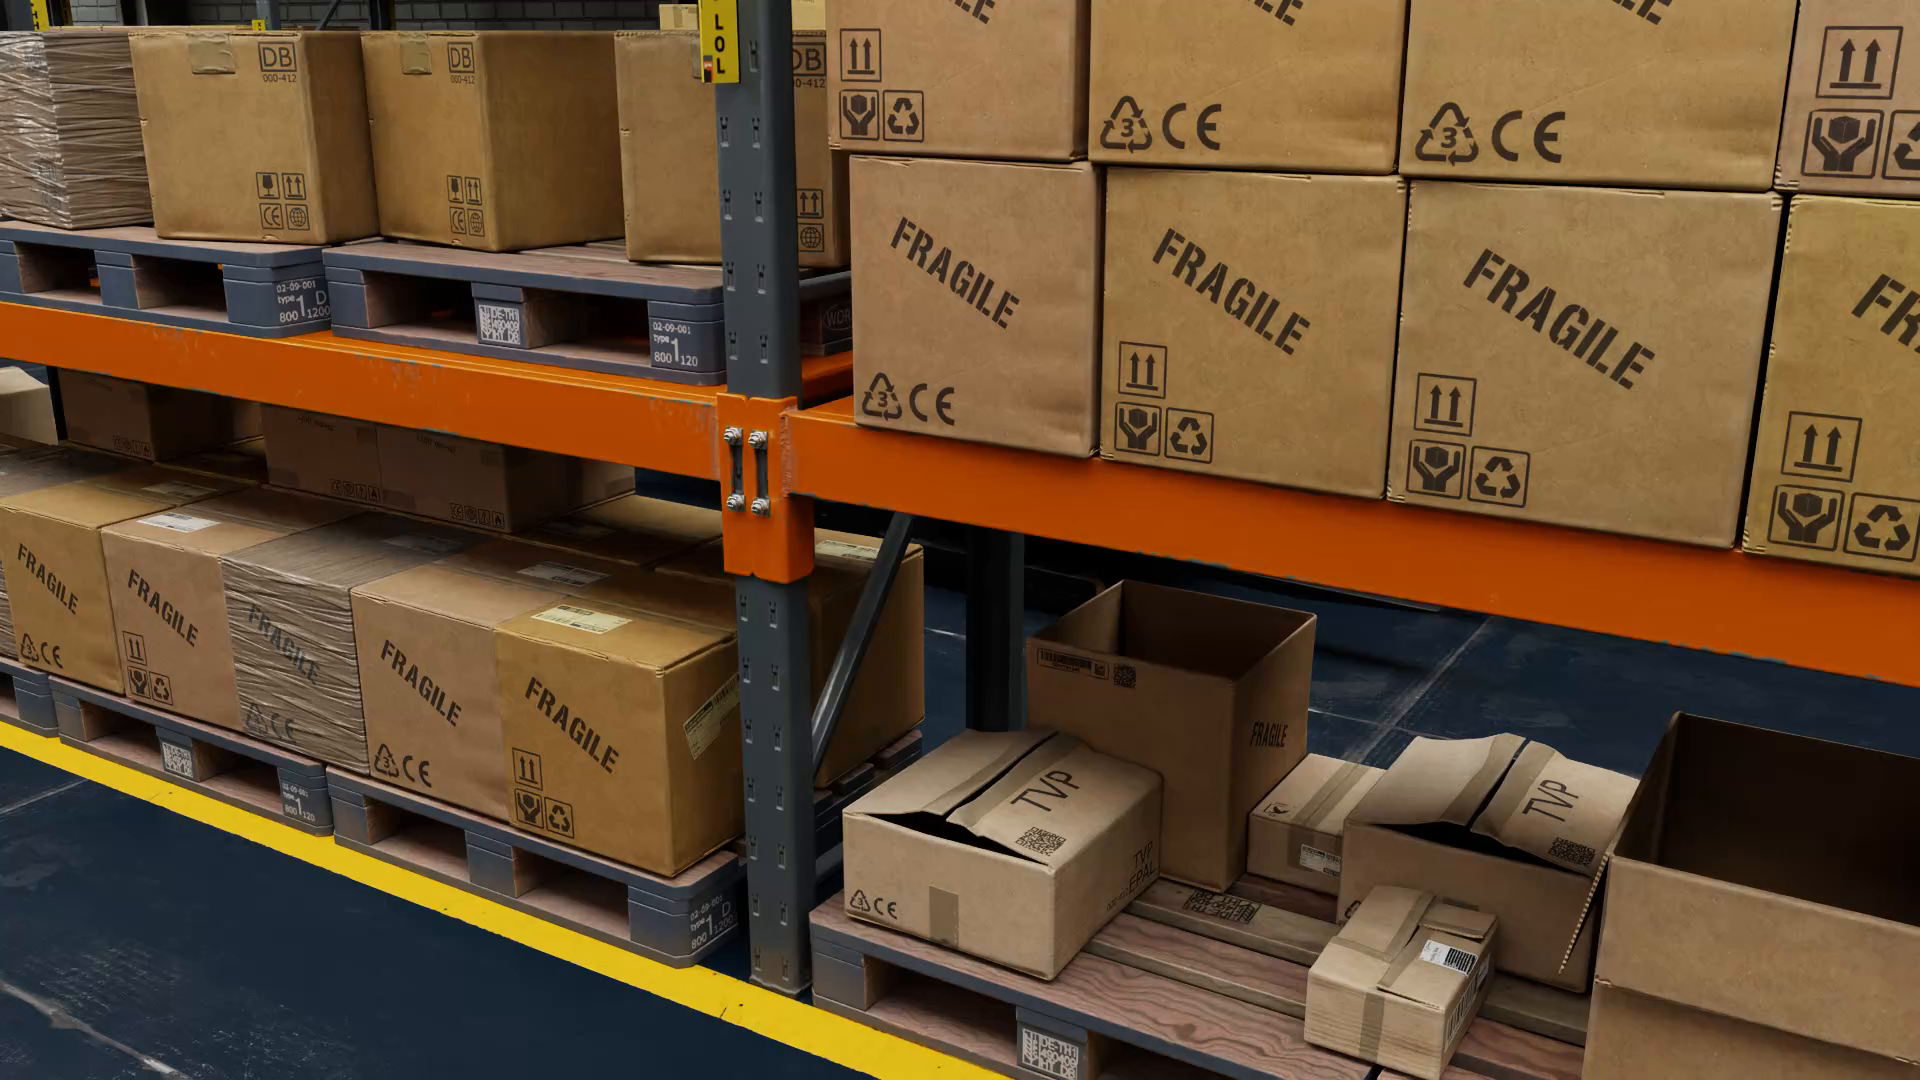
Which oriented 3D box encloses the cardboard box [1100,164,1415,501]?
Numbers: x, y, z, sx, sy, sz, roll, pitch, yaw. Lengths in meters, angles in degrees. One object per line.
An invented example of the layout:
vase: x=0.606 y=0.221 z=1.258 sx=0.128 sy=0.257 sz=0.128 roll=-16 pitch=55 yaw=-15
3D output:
cardboard box: x=0.582 y=-0.398 z=2.858 sx=0.500 sy=0.500 sz=0.500 roll=11 pitch=20 yaw=31

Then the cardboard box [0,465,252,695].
cardboard box: x=-2.444 y=0.101 z=4.932 sx=0.500 sy=0.500 sz=0.500 roll=10 pitch=19 yaw=29

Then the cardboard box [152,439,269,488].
cardboard box: x=-2.196 y=-0.032 z=5.369 sx=0.500 sy=0.500 sz=0.500 roll=9 pitch=19 yaw=28

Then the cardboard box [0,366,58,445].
cardboard box: x=-3.849 y=-0.486 z=6.365 sx=0.500 sy=0.311 sz=0.500 roll=11 pitch=20 yaw=32

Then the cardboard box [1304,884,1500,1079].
cardboard box: x=0.839 y=0.820 z=3.140 sx=0.250 sy=0.166 sz=0.380 roll=10 pitch=20 yaw=30

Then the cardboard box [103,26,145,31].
cardboard box: x=-5.792 y=-3.462 z=12.051 sx=0.500 sy=0.500 sz=0.500 roll=9 pitch=19 yaw=28

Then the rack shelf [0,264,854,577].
rack shelf: x=-1.852 y=-0.532 z=4.709 sx=4.000 sy=0.370 sz=1.077 roll=10 pitch=20 yaw=30

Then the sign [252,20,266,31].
sign: x=-4.653 y=-3.295 z=11.078 sx=0.005 sy=0.325 sz=0.100 roll=10 pitch=20 yaw=30

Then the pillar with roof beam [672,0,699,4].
pillar with roof beam: x=-3.875 y=-4.624 z=6.621 sx=0.400 sy=9.000 sz=9.100 roll=10 pitch=20 yaw=30

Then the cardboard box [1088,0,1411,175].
cardboard box: x=0.546 y=-0.879 z=2.720 sx=0.500 sy=0.500 sz=0.500 roll=9 pitch=19 yaw=28

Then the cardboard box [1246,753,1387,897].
cardboard box: x=0.837 y=0.640 z=3.761 sx=0.250 sy=0.149 sz=0.380 roll=10 pitch=20 yaw=30

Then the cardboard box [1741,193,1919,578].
cardboard box: x=1.441 y=-0.244 z=2.352 sx=0.500 sy=0.500 sz=0.500 roll=10 pitch=19 yaw=29

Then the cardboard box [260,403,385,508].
cardboard box: x=-1.712 y=-0.307 z=4.986 sx=0.500 sy=0.250 sz=0.500 roll=10 pitch=19 yaw=29

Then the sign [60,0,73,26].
sign: x=-7.477 y=-4.464 z=13.881 sx=0.005 sy=0.325 sz=0.100 roll=10 pitch=20 yaw=30

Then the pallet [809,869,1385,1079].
pallet: x=0.437 y=0.867 z=3.664 sx=1.213 sy=0.211 sz=1.003 roll=10 pitch=20 yaw=30

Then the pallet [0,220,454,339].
pallet: x=-1.897 y=-0.794 z=4.664 sx=1.213 sy=0.211 sz=1.003 roll=10 pitch=20 yaw=30

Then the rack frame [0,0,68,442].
rack frame: x=-3.556 y=-1.180 z=5.606 sx=0.127 sy=3.000 sz=1.000 roll=10 pitch=20 yaw=30

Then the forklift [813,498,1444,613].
forklift: x=0.509 y=-1.295 z=6.101 sx=3.031 sy=2.935 sz=1.130 roll=12 pitch=21 yaw=34

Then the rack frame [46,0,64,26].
rack frame: x=-7.784 y=-3.625 z=13.653 sx=0.127 sy=3.000 sz=1.000 roll=10 pitch=20 yaw=30

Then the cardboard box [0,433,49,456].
cardboard box: x=-3.318 y=-0.055 z=5.445 sx=0.500 sy=0.500 sz=0.500 roll=11 pitch=20 yaw=32

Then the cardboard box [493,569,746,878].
cardboard box: x=-0.718 y=0.409 z=3.916 sx=0.500 sy=0.500 sz=0.500 roll=10 pitch=20 yaw=30

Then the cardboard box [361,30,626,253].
cardboard box: x=-1.054 y=-1.037 z=4.240 sx=0.500 sy=0.500 sz=0.700 roll=14 pitch=22 yaw=39

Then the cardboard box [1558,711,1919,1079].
cardboard box: x=1.456 y=0.696 z=2.966 sx=0.637 sy=0.503 sz=0.797 roll=10 pitch=20 yaw=30

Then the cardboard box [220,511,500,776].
cardboard box: x=-1.562 y=0.256 z=4.422 sx=0.500 sy=0.500 sz=0.500 roll=10 pitch=20 yaw=31

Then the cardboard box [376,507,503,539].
cardboard box: x=-1.315 y=0.123 z=4.858 sx=0.500 sy=0.500 sz=0.500 roll=10 pitch=20 yaw=31

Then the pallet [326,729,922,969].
pallet: x=-0.861 y=0.648 z=4.385 sx=1.213 sy=0.211 sz=1.003 roll=10 pitch=20 yaw=30

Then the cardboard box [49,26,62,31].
cardboard box: x=-6.682 y=-3.616 z=12.559 sx=0.500 sy=0.500 sz=0.500 roll=9 pitch=19 yaw=28

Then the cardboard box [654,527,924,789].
cardboard box: x=-0.433 y=0.280 z=4.344 sx=0.500 sy=0.500 sz=0.500 roll=9 pitch=19 yaw=28

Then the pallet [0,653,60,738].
pallet: x=-2.940 y=0.277 z=5.607 sx=1.213 sy=0.211 sz=1.003 roll=10 pitch=20 yaw=30

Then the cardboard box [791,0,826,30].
cardboard box: x=-0.691 y=-2.829 z=9.025 sx=0.500 sy=0.250 sz=0.500 roll=11 pitch=20 yaw=31

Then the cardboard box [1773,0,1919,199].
cardboard box: x=1.425 y=-0.722 z=2.204 sx=0.500 sy=0.500 sz=0.500 roll=11 pitch=20 yaw=32

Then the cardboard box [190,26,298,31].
cardboard box: x=-4.940 y=-3.308 z=11.545 sx=0.500 sy=0.500 sz=0.500 roll=10 pitch=20 yaw=30

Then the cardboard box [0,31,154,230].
cardboard box: x=-2.281 y=-1.175 z=4.694 sx=0.500 sy=0.500 sz=0.700 roll=15 pitch=22 yaw=40
